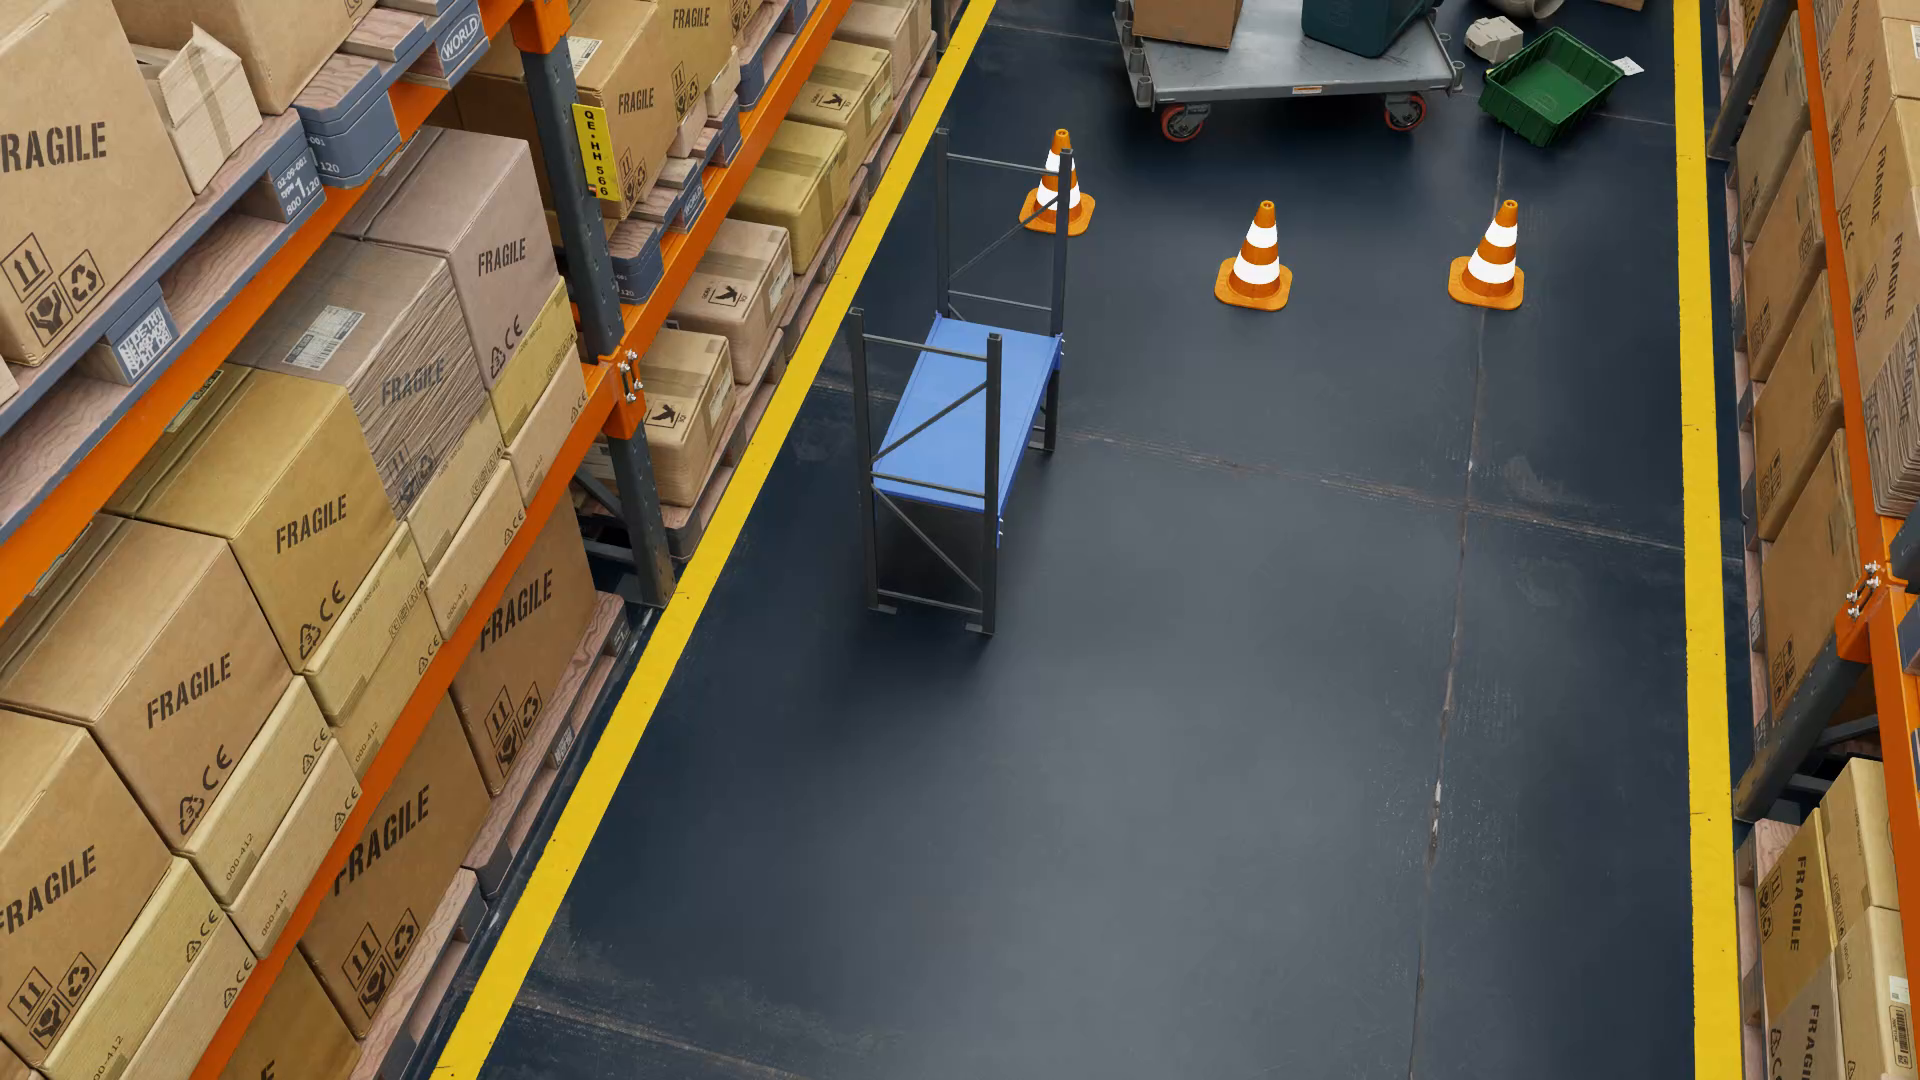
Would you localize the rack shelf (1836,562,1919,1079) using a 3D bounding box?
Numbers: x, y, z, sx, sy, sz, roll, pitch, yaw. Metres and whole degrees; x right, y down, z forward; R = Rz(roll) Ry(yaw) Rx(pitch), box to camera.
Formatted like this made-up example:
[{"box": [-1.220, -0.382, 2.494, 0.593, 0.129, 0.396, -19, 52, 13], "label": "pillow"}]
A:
[{"box": [2.670, 1.726, 3.624, 1.077, 0.370, 4.000, 12, 50, 10], "label": "rack shelf"}]

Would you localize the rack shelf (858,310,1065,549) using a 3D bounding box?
[{"box": [0.022, -0.439, 6.296, 0.538, 0.185, 1.000, 12, 50, 10], "label": "rack shelf"}]

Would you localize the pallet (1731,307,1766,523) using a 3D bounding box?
[{"box": [3.800, -0.471, 6.944, 1.003, 0.211, 1.213, 12, 50, 10], "label": "pallet"}]

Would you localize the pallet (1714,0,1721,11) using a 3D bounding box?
[{"box": [4.844, -3.349, 9.484, 1.003, 0.211, 1.213, 12, 50, 10], "label": "pallet"}]

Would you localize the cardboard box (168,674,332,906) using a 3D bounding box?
[{"box": [-1.870, 0.544, 3.955, 0.500, 0.250, 0.500, 10, 49, 9], "label": "cardboard box"}]

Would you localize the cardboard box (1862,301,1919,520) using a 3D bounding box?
[{"box": [3.056, -0.370, 4.928, 0.500, 0.500, 0.500, 12, 50, 10], "label": "cardboard box"}]

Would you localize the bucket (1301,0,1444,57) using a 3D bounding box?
[{"box": [2.061, -2.825, 8.331, 0.726, 0.611, 0.620, 28, 64, 22], "label": "bucket"}]

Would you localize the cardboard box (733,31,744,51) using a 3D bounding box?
[{"box": [-1.037, -1.888, 6.222, 0.380, 0.149, 0.250, 14, 50, 12], "label": "cardboard box"}]

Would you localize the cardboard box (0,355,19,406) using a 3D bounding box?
[{"box": [-1.839, -0.308, 2.749, 0.396, 0.266, 0.258, 15, 50, 13], "label": "cardboard box"}]

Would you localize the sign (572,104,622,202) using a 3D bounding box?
[{"box": [-1.069, -1.138, 4.900, 0.100, 0.325, 0.005, 12, 50, 10], "label": "sign"}]

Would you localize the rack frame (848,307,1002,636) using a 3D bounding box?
[{"box": [-0.111, -0.190, 5.836, 0.500, 1.500, 0.032, 12, 50, 10], "label": "rack frame"}]

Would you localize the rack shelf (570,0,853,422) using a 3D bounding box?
[{"box": [-1.079, -2.071, 6.976, 1.077, 0.370, 4.000, 12, 50, 10], "label": "rack shelf"}]

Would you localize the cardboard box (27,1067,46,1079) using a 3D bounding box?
[{"box": [-2.160, 1.270, 3.314, 0.500, 0.250, 0.500, 12, 50, 11], "label": "cardboard box"}]

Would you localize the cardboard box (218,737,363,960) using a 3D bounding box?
[{"box": [-1.862, 0.713, 4.139, 0.500, 0.250, 0.500, 11, 49, 9], "label": "cardboard box"}]

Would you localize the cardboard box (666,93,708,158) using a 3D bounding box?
[{"box": [-1.117, -1.503, 5.882, 0.380, 0.149, 0.250, 9, 49, 8], "label": "cardboard box"}]

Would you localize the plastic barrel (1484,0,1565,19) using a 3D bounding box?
[{"box": [3.068, -3.123, 9.142, 0.421, 0.421, 0.512, -27, 54, -22], "label": "plastic barrel"}]

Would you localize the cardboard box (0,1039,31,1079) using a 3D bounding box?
[{"box": [-2.158, 1.032, 3.024, 0.500, 0.500, 0.500, 11, 50, 10], "label": "cardboard box"}]

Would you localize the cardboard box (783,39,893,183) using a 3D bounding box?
[{"box": [-0.874, -2.124, 8.016, 0.950, 0.372, 0.625, 14, 50, 12], "label": "cardboard box"}]

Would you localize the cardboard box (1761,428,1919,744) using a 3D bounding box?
[{"box": [3.444, 0.224, 5.691, 1.050, 0.750, 0.750, 11, 49, 10], "label": "cardboard box"}]

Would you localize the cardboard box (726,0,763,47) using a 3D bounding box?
[{"box": [-1.000, -2.176, 6.044, 0.500, 0.500, 0.500, 12, 50, 11], "label": "cardboard box"}]

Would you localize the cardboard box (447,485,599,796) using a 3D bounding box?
[{"box": [-1.867, 0.185, 5.642, 0.875, 0.875, 0.875, 11, 50, 10], "label": "cardboard box"}]

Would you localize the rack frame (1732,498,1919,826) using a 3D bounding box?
[{"box": [3.197, 0.042, 4.632, 1.000, 3.000, 0.127, 12, 50, 10], "label": "rack frame"}]

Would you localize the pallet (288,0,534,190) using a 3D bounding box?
[{"box": [-1.724, -1.316, 3.955, 1.213, 0.211, 1.003, 14, 50, 12], "label": "pallet"}]

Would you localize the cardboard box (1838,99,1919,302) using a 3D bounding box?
[{"box": [3.321, -1.092, 5.566, 0.500, 0.500, 0.500, 11, 49, 9], "label": "cardboard box"}]

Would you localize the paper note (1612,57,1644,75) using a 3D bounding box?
[{"box": [3.553, -2.534, 8.885, 0.147, 0.020, 0.142, -19, 51, -16], "label": "paper note"}]

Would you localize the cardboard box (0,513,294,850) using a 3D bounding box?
[{"box": [-1.893, 0.295, 3.675, 0.500, 0.500, 0.500, 11, 49, 9], "label": "cardboard box"}]

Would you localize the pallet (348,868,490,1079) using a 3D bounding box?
[{"box": [-2.209, 1.496, 5.208, 1.003, 0.211, 1.213, 12, 50, 10], "label": "pallet"}]

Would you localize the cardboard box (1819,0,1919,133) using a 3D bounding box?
[{"box": [3.585, -1.831, 6.218, 0.500, 0.500, 0.500, 11, 50, 10], "label": "cardboard box"}]

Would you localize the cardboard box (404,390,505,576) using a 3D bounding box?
[{"box": [-1.619, -0.206, 4.617, 0.500, 0.250, 0.500, 10, 49, 9], "label": "cardboard box"}]

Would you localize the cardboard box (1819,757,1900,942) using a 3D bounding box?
[{"box": [2.782, 0.933, 4.732, 0.500, 0.250, 0.500, 10, 49, 8], "label": "cardboard box"}]

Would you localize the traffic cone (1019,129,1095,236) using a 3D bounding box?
[{"box": [0.472, -1.743, 7.898, 0.336, 0.463, 0.334, 12, 50, 10], "label": "traffic cone"}]

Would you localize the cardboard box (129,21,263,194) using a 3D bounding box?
[{"box": [-1.630, -0.884, 3.257, 0.396, 0.266, 0.258, 10, 49, 9], "label": "cardboard box"}]

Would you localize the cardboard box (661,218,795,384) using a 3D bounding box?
[{"box": [-1.260, -1.074, 7.088, 0.950, 0.372, 0.625, 11, 49, 9], "label": "cardboard box"}]

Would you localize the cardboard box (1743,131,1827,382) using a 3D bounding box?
[{"box": [3.915, -1.083, 6.844, 1.050, 0.750, 0.750, 12, 50, 10], "label": "cardboard box"}]

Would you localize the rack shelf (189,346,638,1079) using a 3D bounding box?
[{"box": [-2.132, 0.822, 4.422, 1.077, 0.370, 4.000, 12, 50, 10], "label": "rack shelf"}]

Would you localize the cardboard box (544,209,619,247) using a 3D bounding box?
[{"box": [-1.340, -1.116, 5.541, 0.380, 0.149, 0.250, 9, 49, 8], "label": "cardboard box"}]

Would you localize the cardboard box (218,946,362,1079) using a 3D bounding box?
[{"box": [-2.342, 1.476, 4.503, 0.875, 0.875, 0.875, 13, 50, 11], "label": "cardboard box"}]

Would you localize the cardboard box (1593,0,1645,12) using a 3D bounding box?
[{"box": [3.668, -3.351, 9.291, 0.500, 0.500, 0.500, 19, 51, 16], "label": "cardboard box"}]

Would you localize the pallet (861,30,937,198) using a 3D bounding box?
[{"box": [-0.756, -2.269, 8.531, 1.003, 0.211, 1.213, 12, 50, 10], "label": "pallet"}]

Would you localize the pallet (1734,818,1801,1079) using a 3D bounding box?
[{"box": [2.990, 1.529, 5.178, 1.003, 0.211, 1.213, 12, 50, 10], "label": "pallet"}]

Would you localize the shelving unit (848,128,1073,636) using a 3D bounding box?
[{"box": [0.022, -0.558, 6.161, 0.538, 1.500, 1.048, 12, 50, 10], "label": "shelving unit"}]

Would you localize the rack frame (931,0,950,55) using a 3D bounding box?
[{"box": [-0.552, -3.755, 7.983, 1.000, 3.000, 0.127, 12, 50, 10], "label": "rack frame"}]

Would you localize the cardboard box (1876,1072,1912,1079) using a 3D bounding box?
[{"box": [2.506, 1.655, 4.095, 0.500, 0.250, 0.500, 12, 50, 10], "label": "cardboard box"}]

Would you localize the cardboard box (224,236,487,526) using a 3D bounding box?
[{"box": [-1.616, -0.428, 4.312, 0.500, 0.500, 0.500, 12, 50, 11], "label": "cardboard box"}]

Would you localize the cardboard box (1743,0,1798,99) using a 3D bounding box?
[{"box": [4.483, -2.729, 8.214, 0.875, 0.875, 0.875, 12, 50, 11], "label": "cardboard box"}]

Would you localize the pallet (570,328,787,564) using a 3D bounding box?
[{"box": [-1.398, -0.504, 6.973, 1.003, 0.211, 1.213, 12, 50, 10], "label": "pallet"}]

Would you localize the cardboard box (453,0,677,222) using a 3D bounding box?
[{"box": [-1.264, -1.412, 5.370, 0.500, 0.500, 0.500, 10, 49, 9], "label": "cardboard box"}]

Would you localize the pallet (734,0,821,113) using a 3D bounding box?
[{"box": [-1.124, -2.239, 6.772, 1.003, 0.211, 1.213, 12, 50, 10], "label": "pallet"}]

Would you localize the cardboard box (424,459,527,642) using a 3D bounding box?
[{"box": [-1.607, -0.023, 4.788, 0.500, 0.250, 0.500, 12, 50, 11], "label": "cardboard box"}]

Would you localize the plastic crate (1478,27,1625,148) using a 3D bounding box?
[{"box": [3.031, -2.325, 8.557, 0.662, 0.188, 0.450, -37, 68, -28], "label": "plastic crate"}]

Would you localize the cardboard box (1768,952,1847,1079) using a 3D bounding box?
[{"box": [2.636, 1.555, 4.683, 0.500, 0.500, 0.500, 12, 50, 10], "label": "cardboard box"}]
